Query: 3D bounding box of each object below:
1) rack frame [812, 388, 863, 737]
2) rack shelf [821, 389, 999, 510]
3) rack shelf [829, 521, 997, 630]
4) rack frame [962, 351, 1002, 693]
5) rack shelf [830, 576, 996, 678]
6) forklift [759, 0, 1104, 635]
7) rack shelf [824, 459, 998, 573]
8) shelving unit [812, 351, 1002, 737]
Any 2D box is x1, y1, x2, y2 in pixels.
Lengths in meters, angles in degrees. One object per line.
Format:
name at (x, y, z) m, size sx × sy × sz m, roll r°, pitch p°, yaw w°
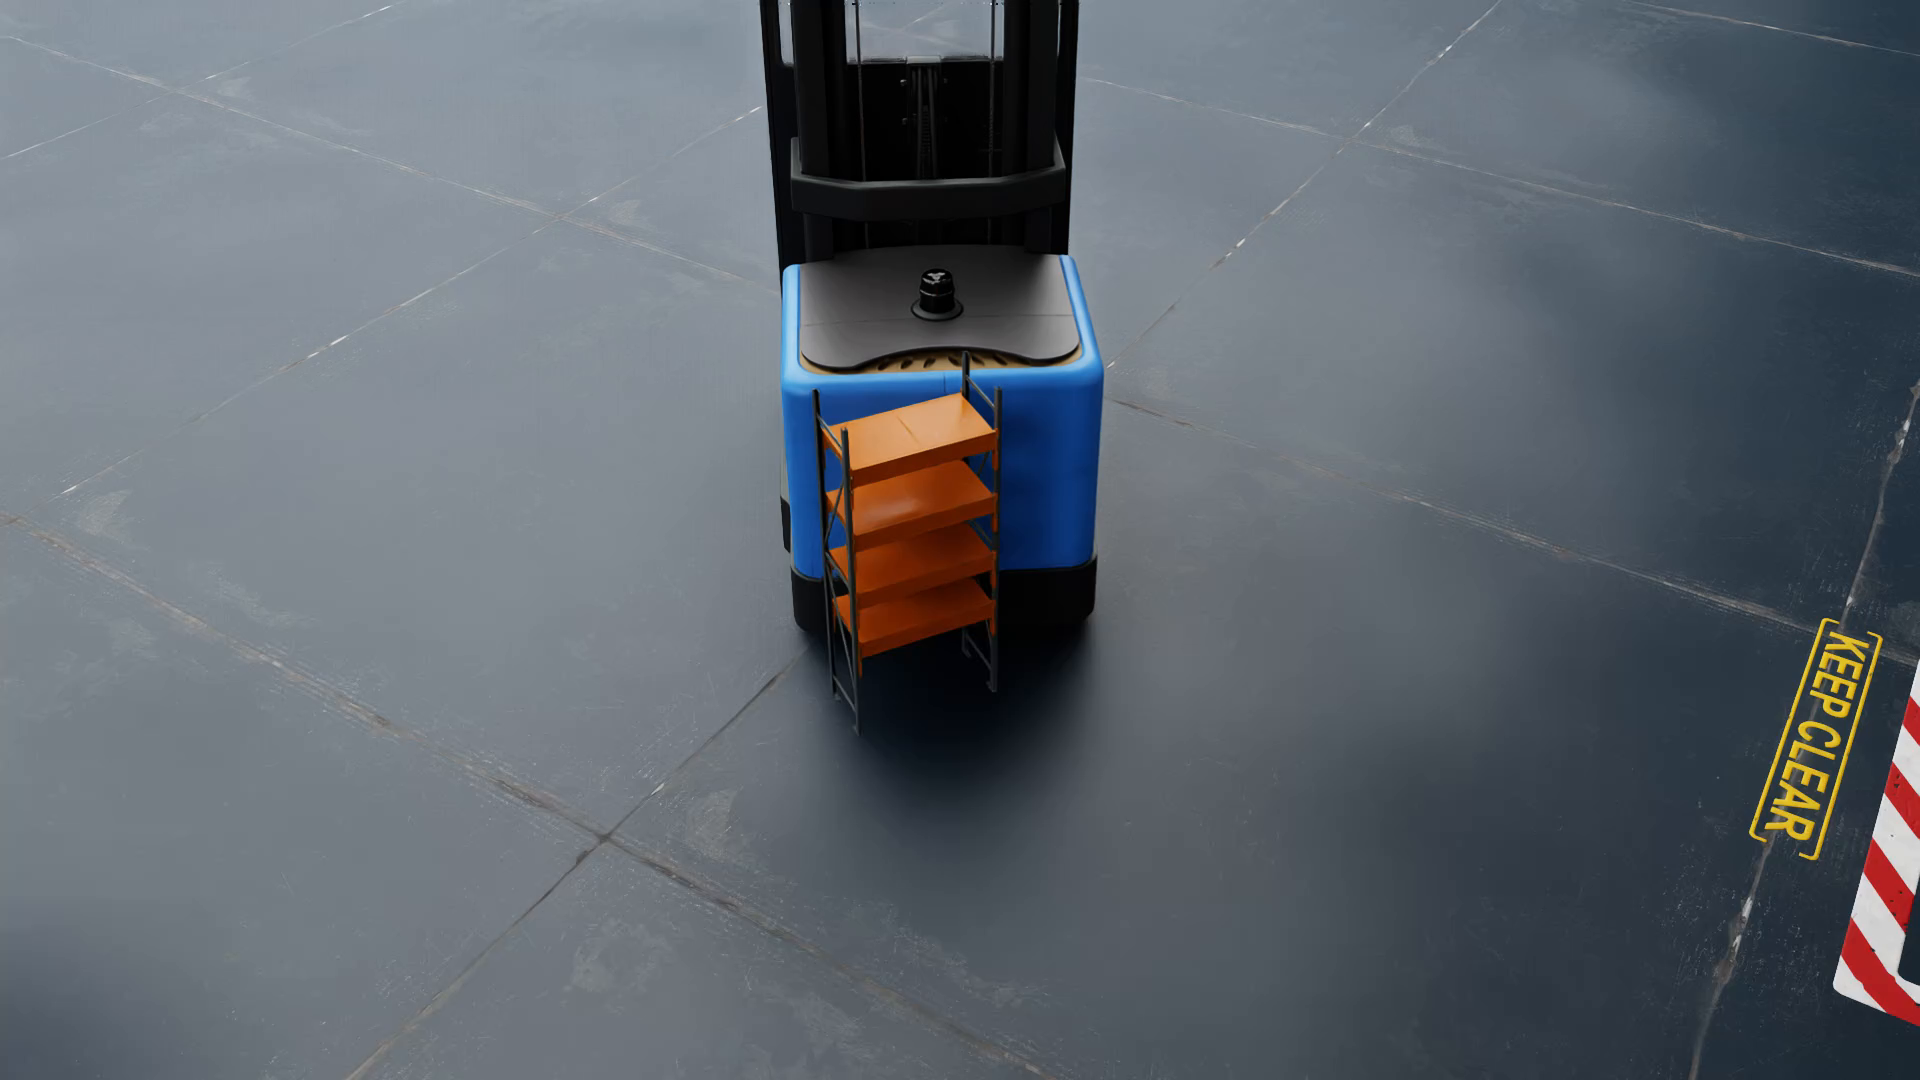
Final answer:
rack frame at (-0.374, 0.100, 5.138) m, size 0.015 × 1.200 × 0.240 m, roll -16°, pitch 41°, yaw -20°
rack shelf at (-0.154, -0.276, 4.982) m, size 0.480 × 0.148 × 0.258 m, roll -16°, pitch 41°, yaw -20°
rack shelf at (-0.154, 0.089, 5.263) m, size 0.480 × 0.148 × 0.258 m, roll -16°, pitch 41°, yaw -20°
rack frame at (0.066, -0.029, 5.305) m, size 0.015 × 1.200 × 0.240 m, roll -16°, pitch 41°, yaw -20°
rack shelf at (-0.154, 0.246, 5.384) m, size 0.480 × 0.148 × 0.258 m, roll -16°, pitch 41°, yaw -20°
forklift at (-0.157, -1.717, 6.077) m, size 1.130 × 2.935 × 3.031 m, roll -3°, pitch 38°, yaw -3°
rack shelf at (-0.154, -0.089, 5.126) m, size 0.480 × 0.148 × 0.258 m, roll -16°, pitch 41°, yaw -20°
shelving unit at (-0.154, 0.035, 5.222) m, size 0.503 × 1.200 × 0.258 m, roll -16°, pitch 41°, yaw -20°
